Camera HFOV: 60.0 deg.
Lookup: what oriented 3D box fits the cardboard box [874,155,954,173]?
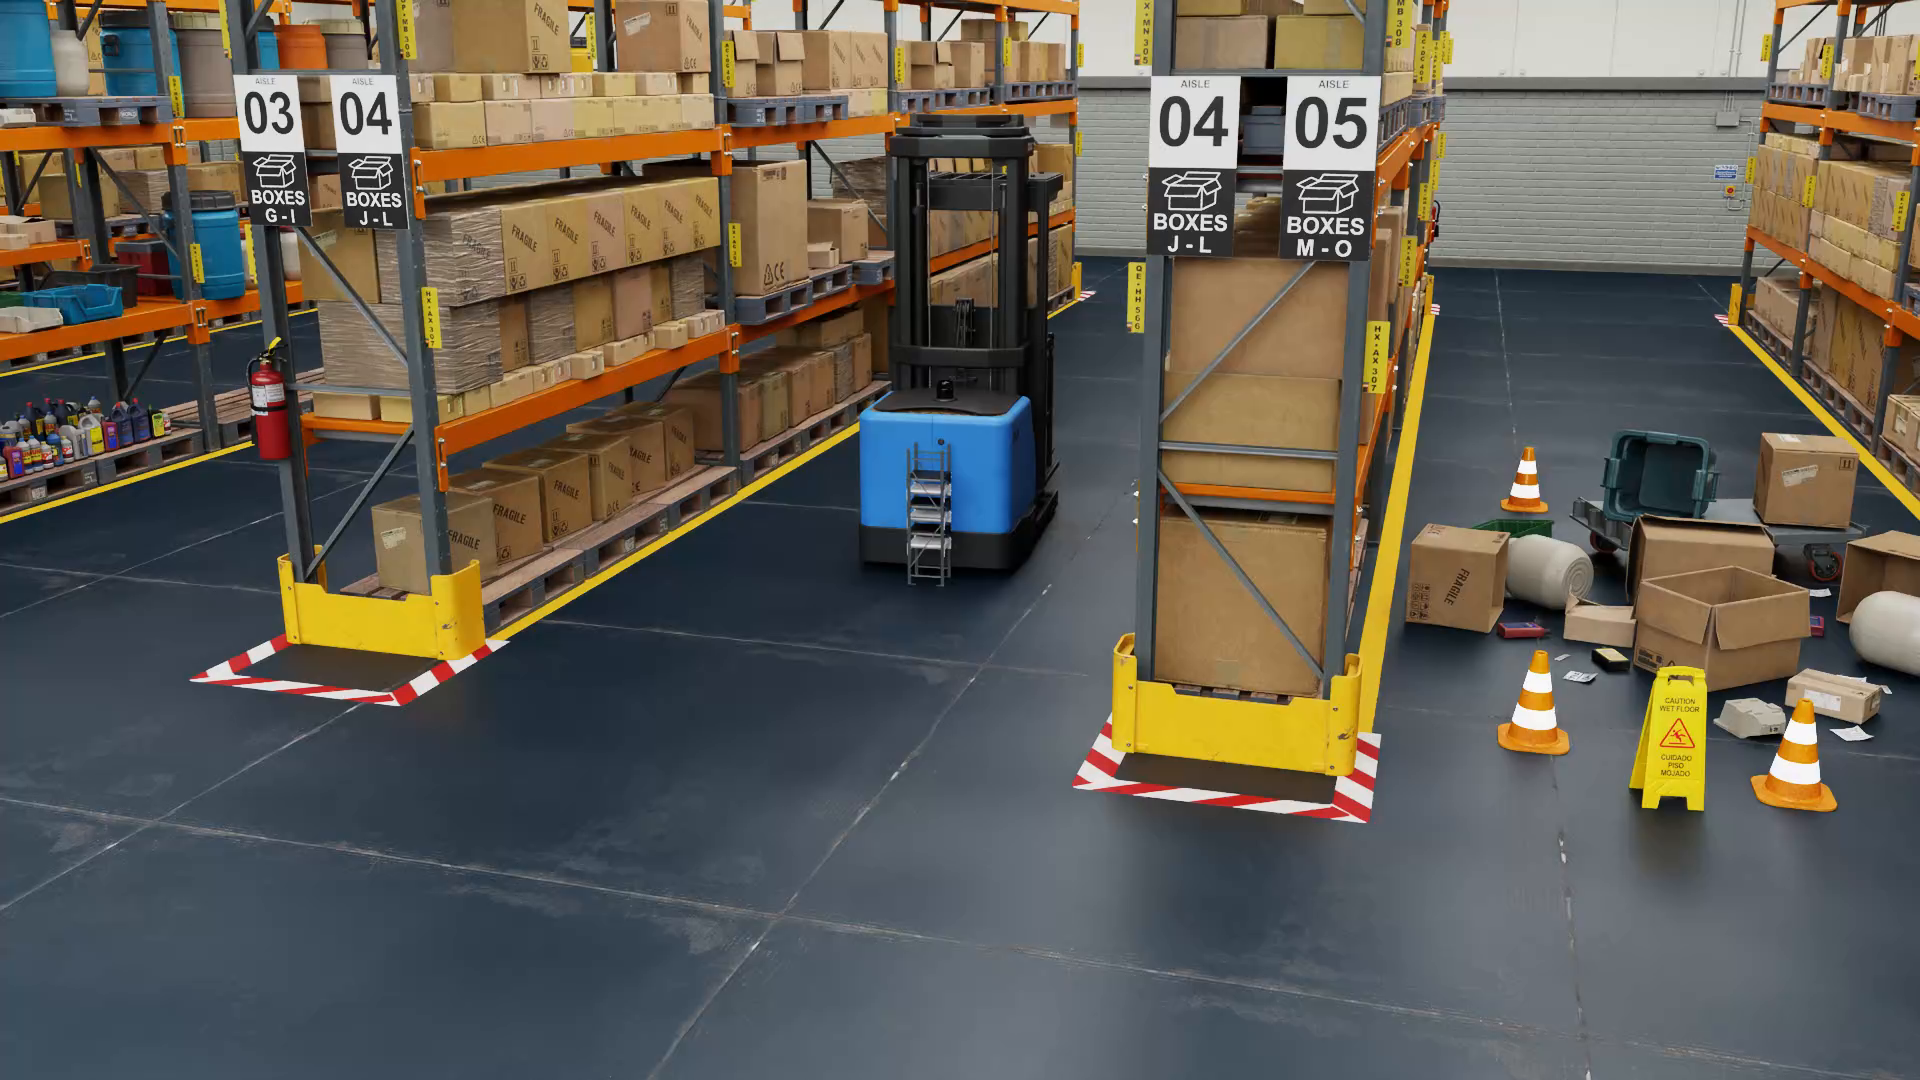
[{"bbox_3d":[-0.508,-3.986,18.364,0.797,0.503,0.637,5,17,18],"label":"cardboard box"}]

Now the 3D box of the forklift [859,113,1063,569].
[{"bbox_3d":[0.129,-1.578,12.022,1.130,2.935,3.031,3,16,11],"label":"forklift"}]

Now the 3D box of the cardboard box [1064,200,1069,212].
[{"bbox_3d":[1.312,-4.704,23.379,0.380,0.149,0.250,5,17,16],"label":"cardboard box"}]

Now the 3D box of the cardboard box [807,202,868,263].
[{"bbox_3d":[-1.282,-2.871,15.502,0.700,0.500,0.500,7,17,24],"label":"cardboard box"}]

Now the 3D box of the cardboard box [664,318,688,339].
[{"bbox_3d":[-2.229,-1.547,12.248,0.380,0.149,0.250,5,16,16],"label":"cardboard box"}]

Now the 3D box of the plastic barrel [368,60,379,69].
[{"bbox_3d":[-6.235,-4.743,17.351,0.421,0.512,0.421,0,16,0],"label":"plastic barrel"}]

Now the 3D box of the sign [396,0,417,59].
[{"bbox_3d":[-2.857,-2.648,8.568,0.100,0.325,0.005,5,16,16],"label":"sign"}]

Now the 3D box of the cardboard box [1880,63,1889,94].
[{"bbox_3d":[8.454,-4.119,14.832,0.396,0.266,0.258,4,16,14],"label":"cardboard box"}]

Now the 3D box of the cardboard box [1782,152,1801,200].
[{"bbox_3d":[9.691,-4.137,18.903,0.500,0.500,0.500,5,17,17],"label":"cardboard box"}]

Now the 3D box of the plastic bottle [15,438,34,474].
[{"bbox_3d":[-7.215,-0.649,12.815,0.097,0.271,0.097,0,16,0],"label":"plastic bottle"}]

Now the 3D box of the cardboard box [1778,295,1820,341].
[{"bbox_3d":[10.070,-2.557,19.272,0.875,0.438,0.875,4,16,14],"label":"cardboard box"}]

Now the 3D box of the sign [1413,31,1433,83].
[{"bbox_3d":[3.019,-3.149,10.844,0.100,0.325,0.005,5,16,16],"label":"sign"}]

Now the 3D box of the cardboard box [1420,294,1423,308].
[{"bbox_3d":[5.597,-3.002,20.826,0.380,0.149,0.250,5,17,16],"label":"cardboard box"}]

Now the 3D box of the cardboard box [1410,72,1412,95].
[{"bbox_3d":[2.618,-2.848,10.383,0.380,0.149,0.250,5,17,17],"label":"cardboard box"}]

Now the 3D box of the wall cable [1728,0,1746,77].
[{"bbox_3d":[12.018,-8.640,25.799,0.463,3.000,0.029,5,16,16],"label":"wall cable"}]

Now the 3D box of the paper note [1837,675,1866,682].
[{"bbox_3d":[4.870,0.764,9.101,0.148,0.019,0.142,11,19,35],"label":"paper note"}]

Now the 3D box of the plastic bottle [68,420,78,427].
[{"bbox_3d":[-7.148,-0.837,13.456,0.061,0.283,0.133,5,16,16],"label":"plastic bottle"}]

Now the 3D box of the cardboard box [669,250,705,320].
[{"bbox_3d":[-2.428,-1.951,12.482,0.875,0.500,0.500,5,16,16],"label":"cardboard box"}]

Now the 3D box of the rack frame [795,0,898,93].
[{"bbox_3d":[-1.104,-5.805,15.805,1.000,3.000,0.127,5,16,16],"label":"rack frame"}]

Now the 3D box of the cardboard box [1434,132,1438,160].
[{"bbox_3d":[5.722,-4.865,20.924,0.500,0.500,0.500,6,17,19],"label":"cardboard box"}]

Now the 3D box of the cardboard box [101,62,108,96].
[{"bbox_3d":[-10.364,-5.430,19.795,0.910,0.500,0.500,5,16,16],"label":"cardboard box"}]

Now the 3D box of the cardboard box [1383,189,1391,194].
[{"bbox_3d":[3.055,-2.520,13.201,0.700,0.500,0.500,4,16,15],"label":"cardboard box"}]

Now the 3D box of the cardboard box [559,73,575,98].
[{"bbox_3d":[-2.649,-2.849,10.426,0.380,0.149,0.250,4,16,15],"label":"cardboard box"}]

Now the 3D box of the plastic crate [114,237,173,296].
[{"bbox_3d":[-7.145,-2.438,14.810,0.402,0.464,0.583,5,16,16],"label":"plastic crate"}]

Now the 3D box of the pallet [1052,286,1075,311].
[{"bbox_3d":[1.018,-3.455,23.625,1.003,0.211,1.213,5,16,16],"label":"pallet"}]

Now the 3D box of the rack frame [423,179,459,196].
[{"bbox_3d":[-5.852,-3.303,17.978,1.000,3.000,0.127,5,16,16],"label":"rack frame"}]

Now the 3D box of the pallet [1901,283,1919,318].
[{"bbox_3d":[8.297,-1.864,13.254,1.213,0.211,1.003,5,16,16],"label":"pallet"}]

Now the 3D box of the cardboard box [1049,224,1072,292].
[{"bbox_3d":[1.065,-4.018,23.623,0.875,0.875,0.875,5,16,16],"label":"cardboard box"}]

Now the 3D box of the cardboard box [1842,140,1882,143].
[{"bbox_3d":[10.188,-4.439,18.778,0.380,0.149,0.250,5,16,16],"label":"cardboard box"}]

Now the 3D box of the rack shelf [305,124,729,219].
[{"bbox_3d":[-2.809,-2.446,10.778,1.077,0.370,4.000,5,16,16],"label":"rack shelf"}]

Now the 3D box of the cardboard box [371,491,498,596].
[{"bbox_3d":[-3.184,0.012,10.100,0.500,0.500,0.500,8,18,26],"label":"cardboard box"}]

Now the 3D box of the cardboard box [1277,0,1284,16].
[{"bbox_3d":[1.553,-2.884,9.051,0.380,0.149,0.250,5,17,16],"label":"cardboard box"}]

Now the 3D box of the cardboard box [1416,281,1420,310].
[{"bbox_3d":[4.791,-2.700,18.290,0.500,0.250,0.500,4,16,14],"label":"cardboard box"}]

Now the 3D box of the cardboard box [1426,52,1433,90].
[{"bbox_3d":[3.614,-3.862,13.660,0.500,0.311,0.500,5,16,16],"label":"cardboard box"}]

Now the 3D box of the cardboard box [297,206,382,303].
[{"bbox_3d":[-3.458,-1.661,9.629,0.500,0.500,0.500,5,16,16],"label":"cardboard box"}]

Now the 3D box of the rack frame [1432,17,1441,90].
[{"bbox_3d":[4.760,-6.441,18.046,1.000,3.000,0.127,5,16,16],"label":"rack frame"}]

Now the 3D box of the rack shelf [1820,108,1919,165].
[{"bbox_3d":[8.966,-3.771,15.448,1.077,0.370,4.000,5,16,16],"label":"rack shelf"}]

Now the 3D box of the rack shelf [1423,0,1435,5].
[{"bbox_3d":[3.055,-4.332,12.664,1.077,0.370,4.000,5,16,16],"label":"rack shelf"}]

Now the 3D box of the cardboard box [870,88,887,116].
[{"bbox_3d":[-1.004,-4.147,15.730,0.500,0.250,0.500,5,16,16],"label":"cardboard box"}]

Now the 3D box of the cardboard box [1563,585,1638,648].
[{"bbox_3d":[3.764,0.446,9.769,0.396,0.266,0.258,8,18,25],"label":"cardboard box"}]

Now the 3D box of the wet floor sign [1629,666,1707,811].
[{"bbox_3d":[3.240,0.879,7.549,0.267,0.644,0.232,2,16,6],"label":"wet floor sign"}]

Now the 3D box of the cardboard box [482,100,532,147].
[{"bbox_3d":[-2.852,-2.438,9.707,0.500,0.250,0.500,4,16,15],"label":"cardboard box"}]

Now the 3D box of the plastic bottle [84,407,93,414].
[{"bbox_3d":[-7.529,-1.046,14.343,0.097,0.201,0.097,0,16,0],"label":"plastic bottle"}]

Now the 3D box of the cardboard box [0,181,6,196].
[{"bbox_3d":[-14.104,-5.178,23.824,0.500,0.500,0.500,4,16,15],"label":"cardboard box"}]

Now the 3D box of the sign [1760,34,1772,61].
[{"bbox_3d":[10.141,-6.190,20.911,0.100,0.325,0.005,5,16,16],"label":"sign"}]

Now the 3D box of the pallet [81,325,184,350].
[{"bbox_3d":[-10.352,-2.539,20.395,1.003,0.211,1.213,5,16,16],"label":"pallet"}]

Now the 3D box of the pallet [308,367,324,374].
[{"bbox_3d":[-6.110,-1.762,17.655,1.003,0.211,1.213,5,16,16],"label":"pallet"}]

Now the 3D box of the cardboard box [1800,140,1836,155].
[{"bbox_3d":[9.667,-4.404,18.657,0.380,0.149,0.250,4,16,15],"label":"cardboard box"}]

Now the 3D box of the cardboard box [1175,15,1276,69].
[{"bbox_3d":[1.221,-2.329,7.823,0.500,0.250,0.500,5,17,17],"label":"cardboard box"}]

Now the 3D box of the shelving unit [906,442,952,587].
[{"bbox_3d":[-0.200,-0.166,10.764,0.258,0.900,0.210,3,16,11],"label":"shelving unit"}]

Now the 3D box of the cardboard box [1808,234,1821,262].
[{"bbox_3d":[9.156,-3.030,17.291,0.500,0.250,0.500,4,16,15],"label":"cardboard box"}]

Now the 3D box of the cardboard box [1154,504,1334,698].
[{"bbox_3d":[1.479,0.223,8.672,0.875,0.875,0.875,5,17,16],"label":"cardboard box"}]

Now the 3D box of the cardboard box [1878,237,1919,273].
[{"bbox_3d":[8.292,-2.465,14.383,0.500,0.250,0.500,5,16,16],"label":"cardboard box"}]

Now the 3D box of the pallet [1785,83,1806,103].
[{"bbox_3d":[10.126,-5.129,19.080,1.003,0.211,1.213,5,16,16],"label":"pallet"}]

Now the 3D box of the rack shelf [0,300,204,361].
[{"bbox_3d":[-7.558,-1.387,12.542,1.077,0.370,4.000,5,16,16],"label":"rack shelf"}]

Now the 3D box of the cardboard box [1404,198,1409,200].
[{"bbox_3d":[4.387,-3.390,16.886,0.380,0.149,0.250,4,16,15],"label":"cardboard box"}]
